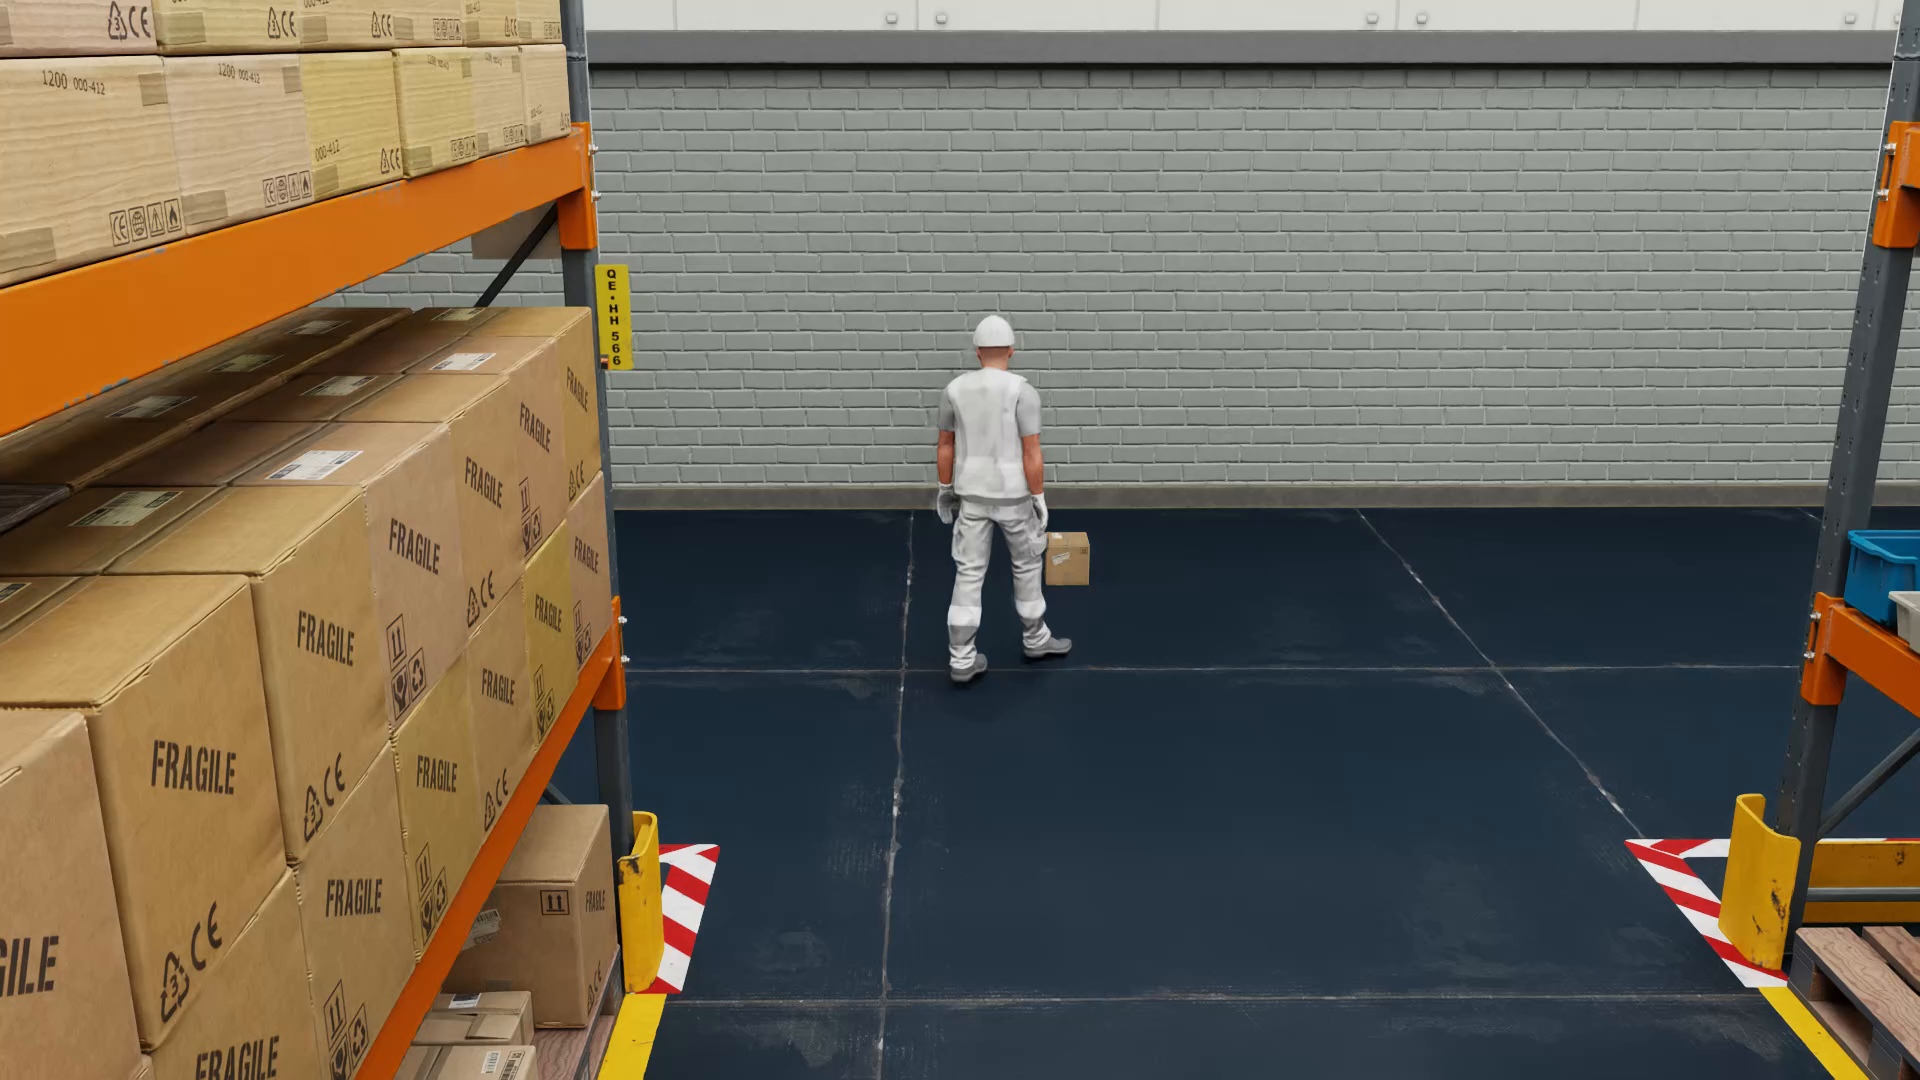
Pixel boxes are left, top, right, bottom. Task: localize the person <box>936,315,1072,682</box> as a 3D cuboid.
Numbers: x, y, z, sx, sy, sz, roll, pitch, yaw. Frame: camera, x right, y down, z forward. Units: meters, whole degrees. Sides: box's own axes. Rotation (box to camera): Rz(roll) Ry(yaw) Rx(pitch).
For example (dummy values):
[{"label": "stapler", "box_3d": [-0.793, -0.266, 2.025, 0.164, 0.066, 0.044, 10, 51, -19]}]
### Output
[{"label": "person", "box_3d": [0.172, -0.217, 8.213, 0.621, 1.773, 0.764, 7, 18, 20]}]
